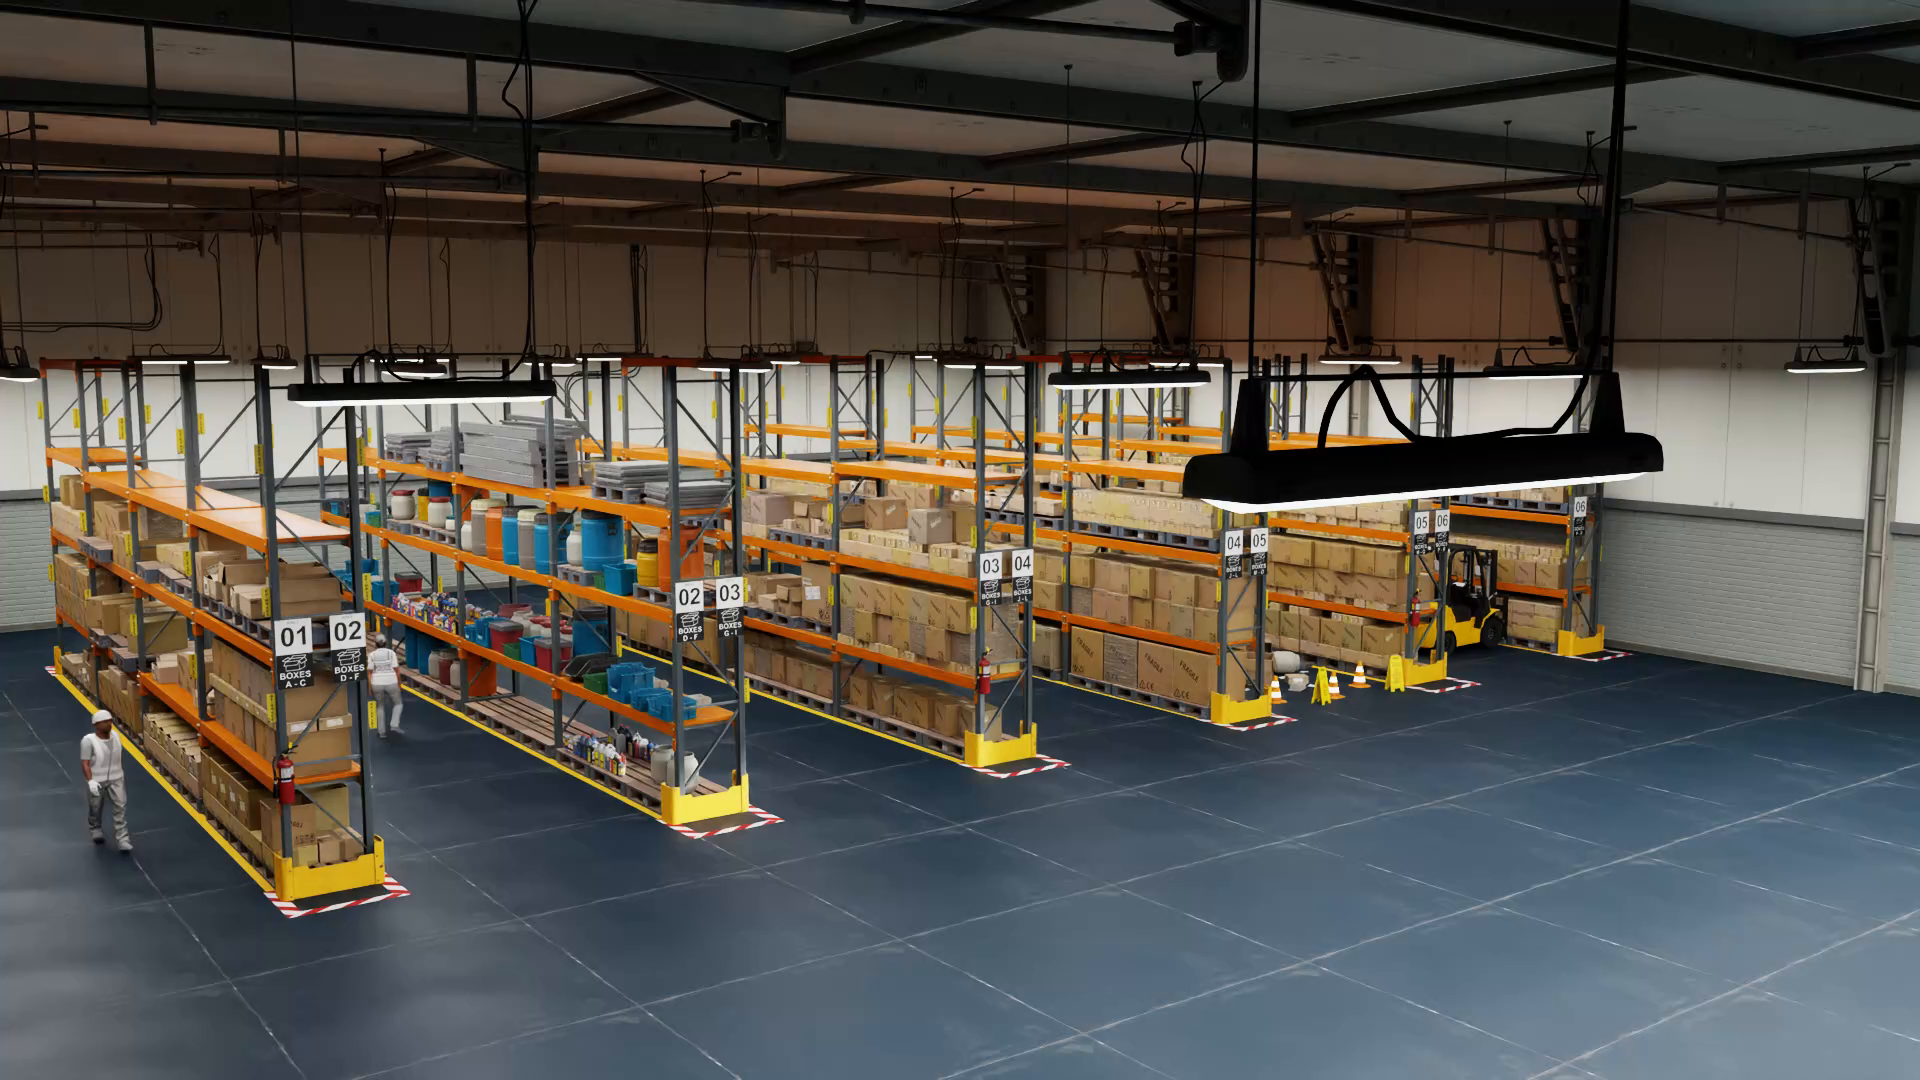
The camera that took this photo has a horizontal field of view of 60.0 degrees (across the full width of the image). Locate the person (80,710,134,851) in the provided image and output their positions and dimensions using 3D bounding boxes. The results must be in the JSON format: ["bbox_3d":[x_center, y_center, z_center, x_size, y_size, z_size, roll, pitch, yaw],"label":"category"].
[{"bbox_3d":[-10.659,2.980,20.716,0.533,1.727,1.096,-6,9,-39],"label":"person"}]

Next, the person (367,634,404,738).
[{"bbox_3d":[-9.167,2.335,26.511,0.526,1.663,0.502,-1,7,-11],"label":"person"}]
